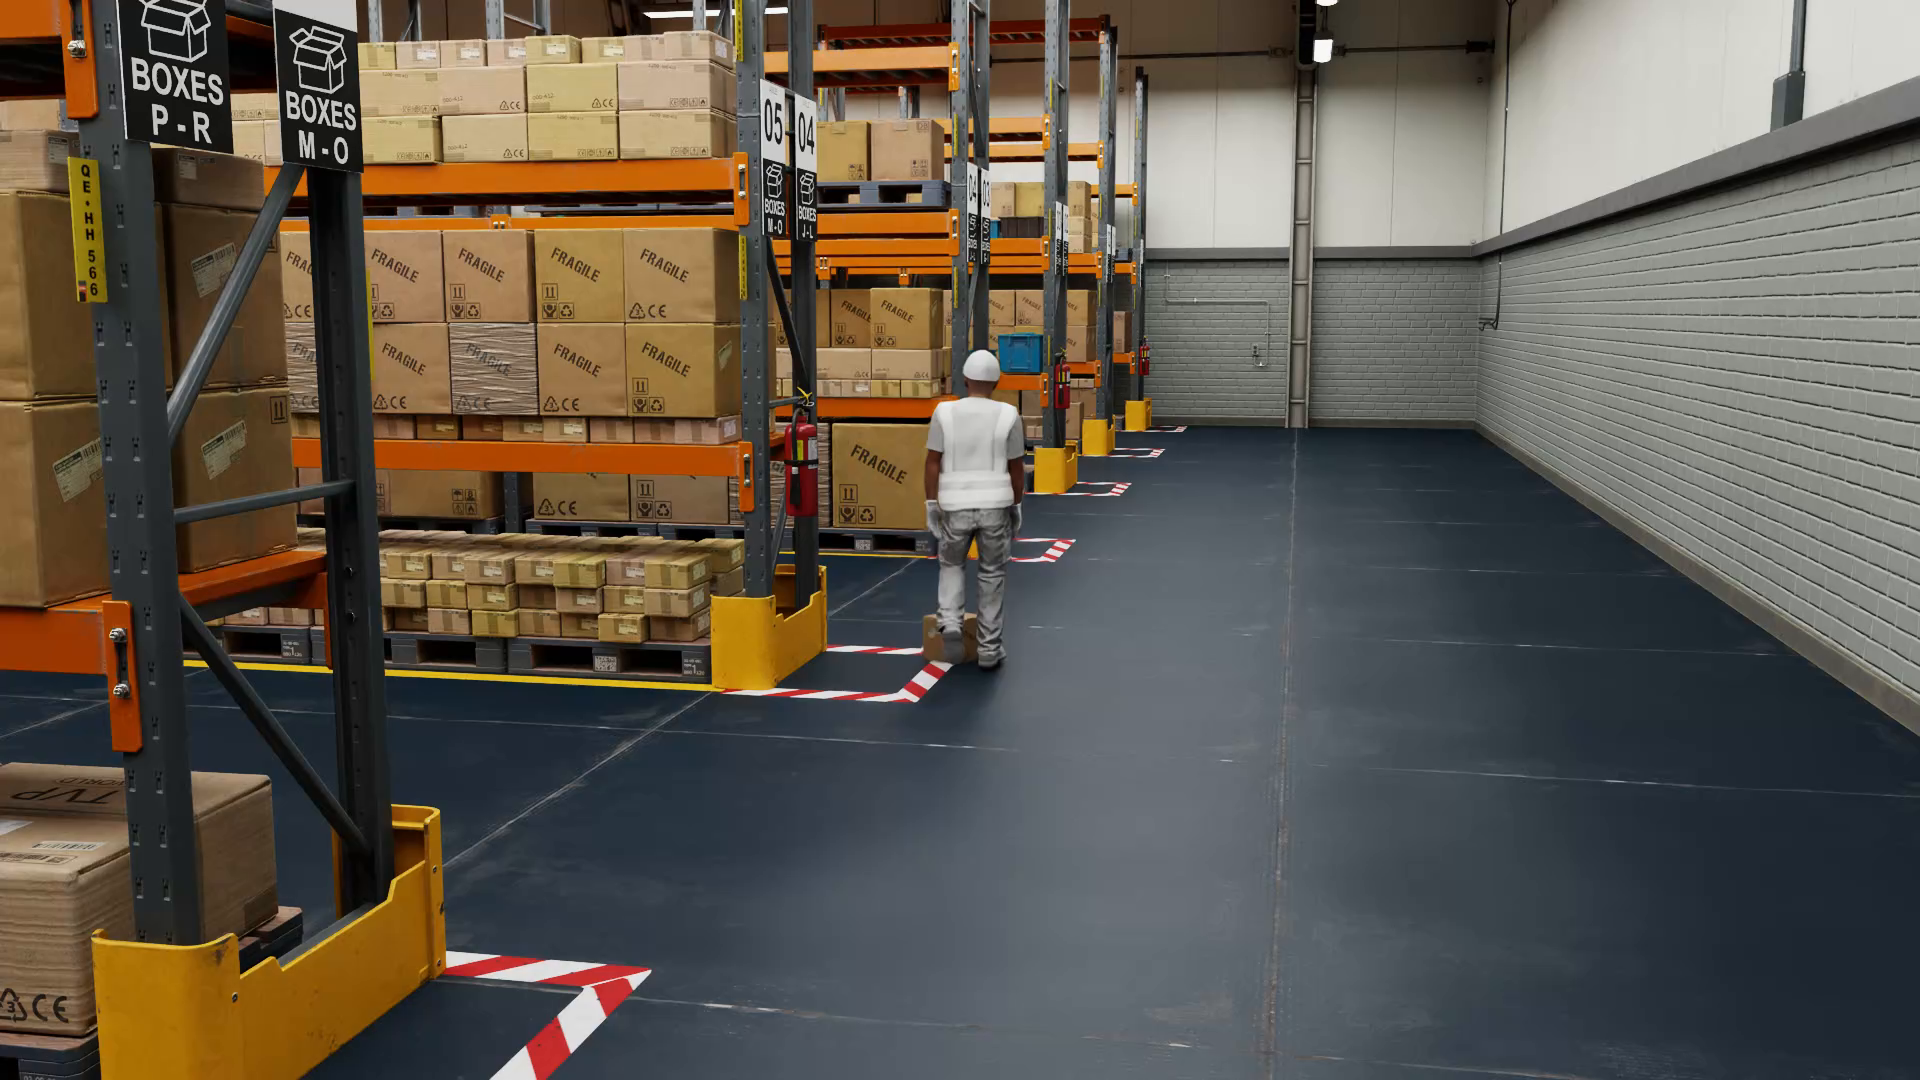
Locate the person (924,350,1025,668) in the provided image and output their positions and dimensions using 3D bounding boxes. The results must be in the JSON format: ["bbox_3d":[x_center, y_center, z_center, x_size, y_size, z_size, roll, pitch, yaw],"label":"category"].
[{"bbox_3d":[0.082,-0.175,9.345,0.557,1.779,0.492,1,8,6],"label":"person"}]
